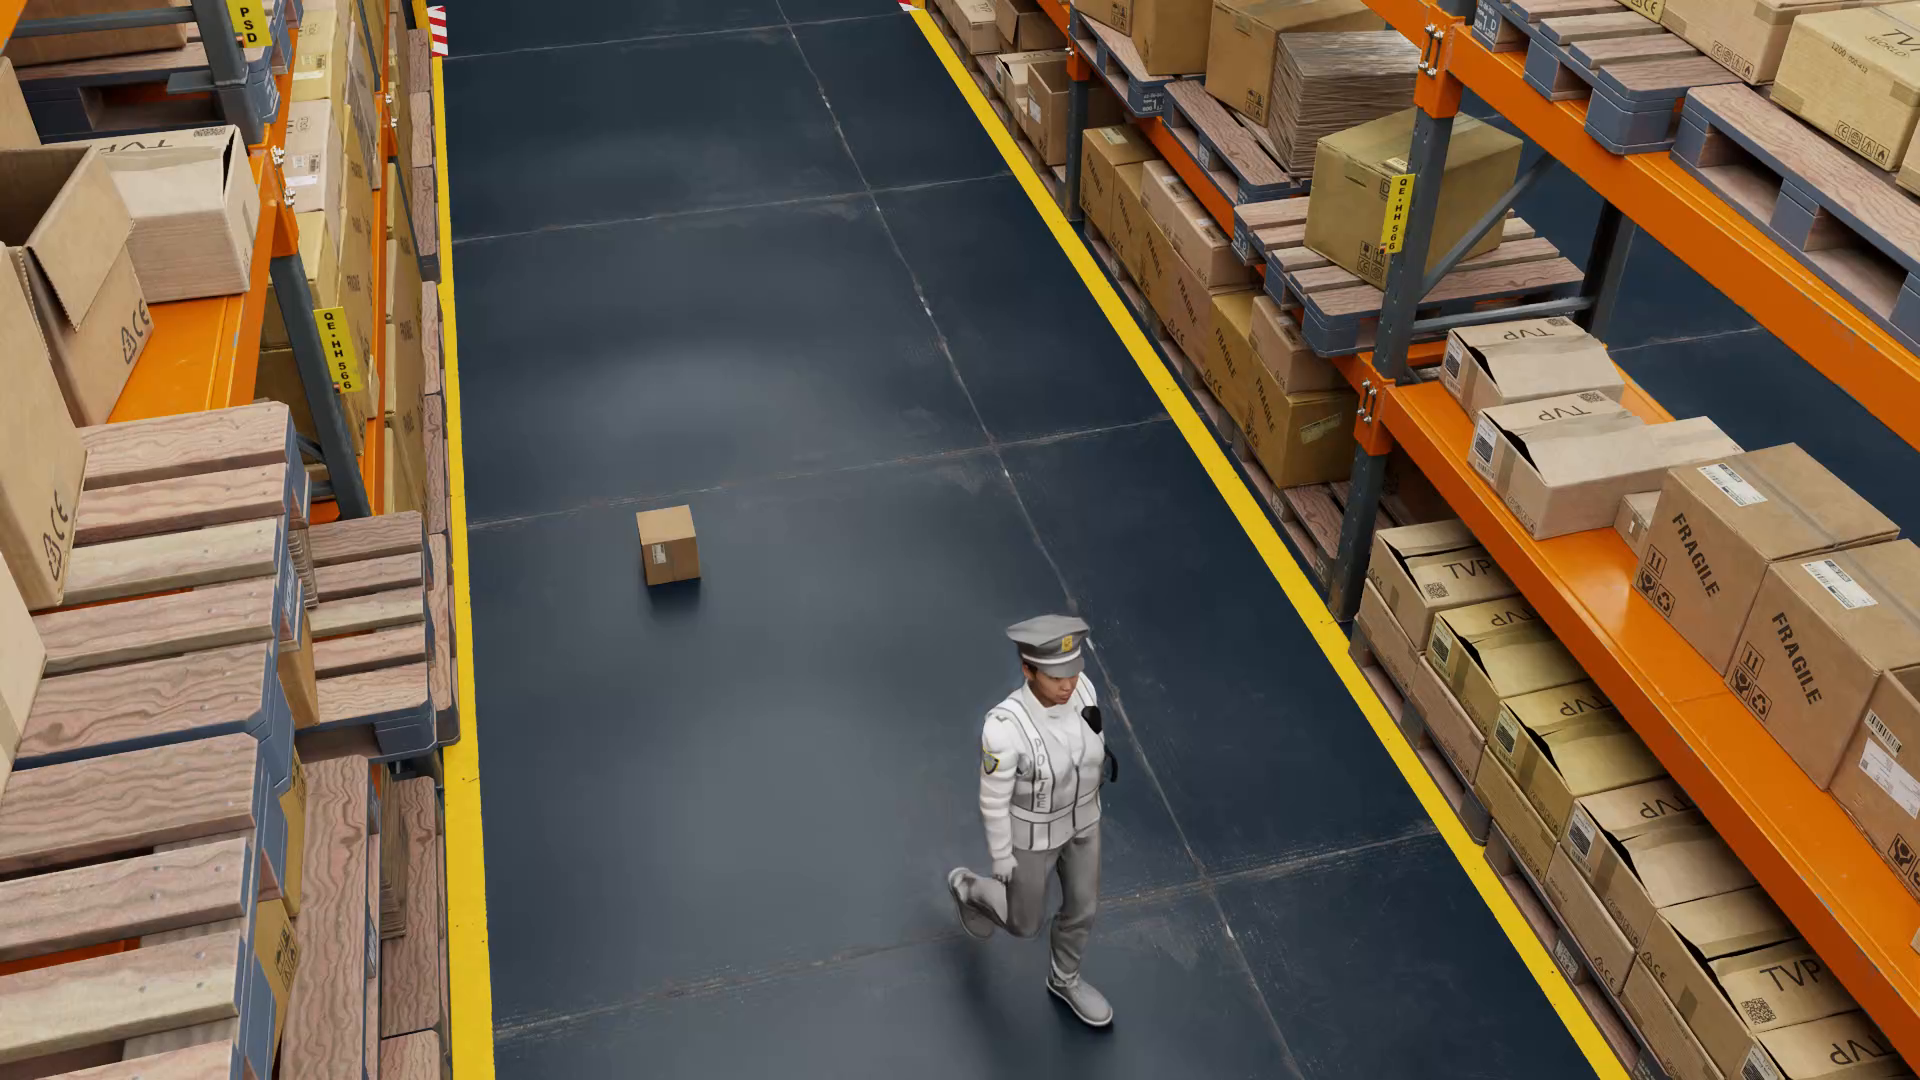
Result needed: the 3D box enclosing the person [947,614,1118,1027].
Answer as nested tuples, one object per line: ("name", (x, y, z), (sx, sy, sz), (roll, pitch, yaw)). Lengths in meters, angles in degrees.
("person", (0.256, 0.908, 5.522), (0.491, 1.666, 0.710), (-26, 45, -29))
